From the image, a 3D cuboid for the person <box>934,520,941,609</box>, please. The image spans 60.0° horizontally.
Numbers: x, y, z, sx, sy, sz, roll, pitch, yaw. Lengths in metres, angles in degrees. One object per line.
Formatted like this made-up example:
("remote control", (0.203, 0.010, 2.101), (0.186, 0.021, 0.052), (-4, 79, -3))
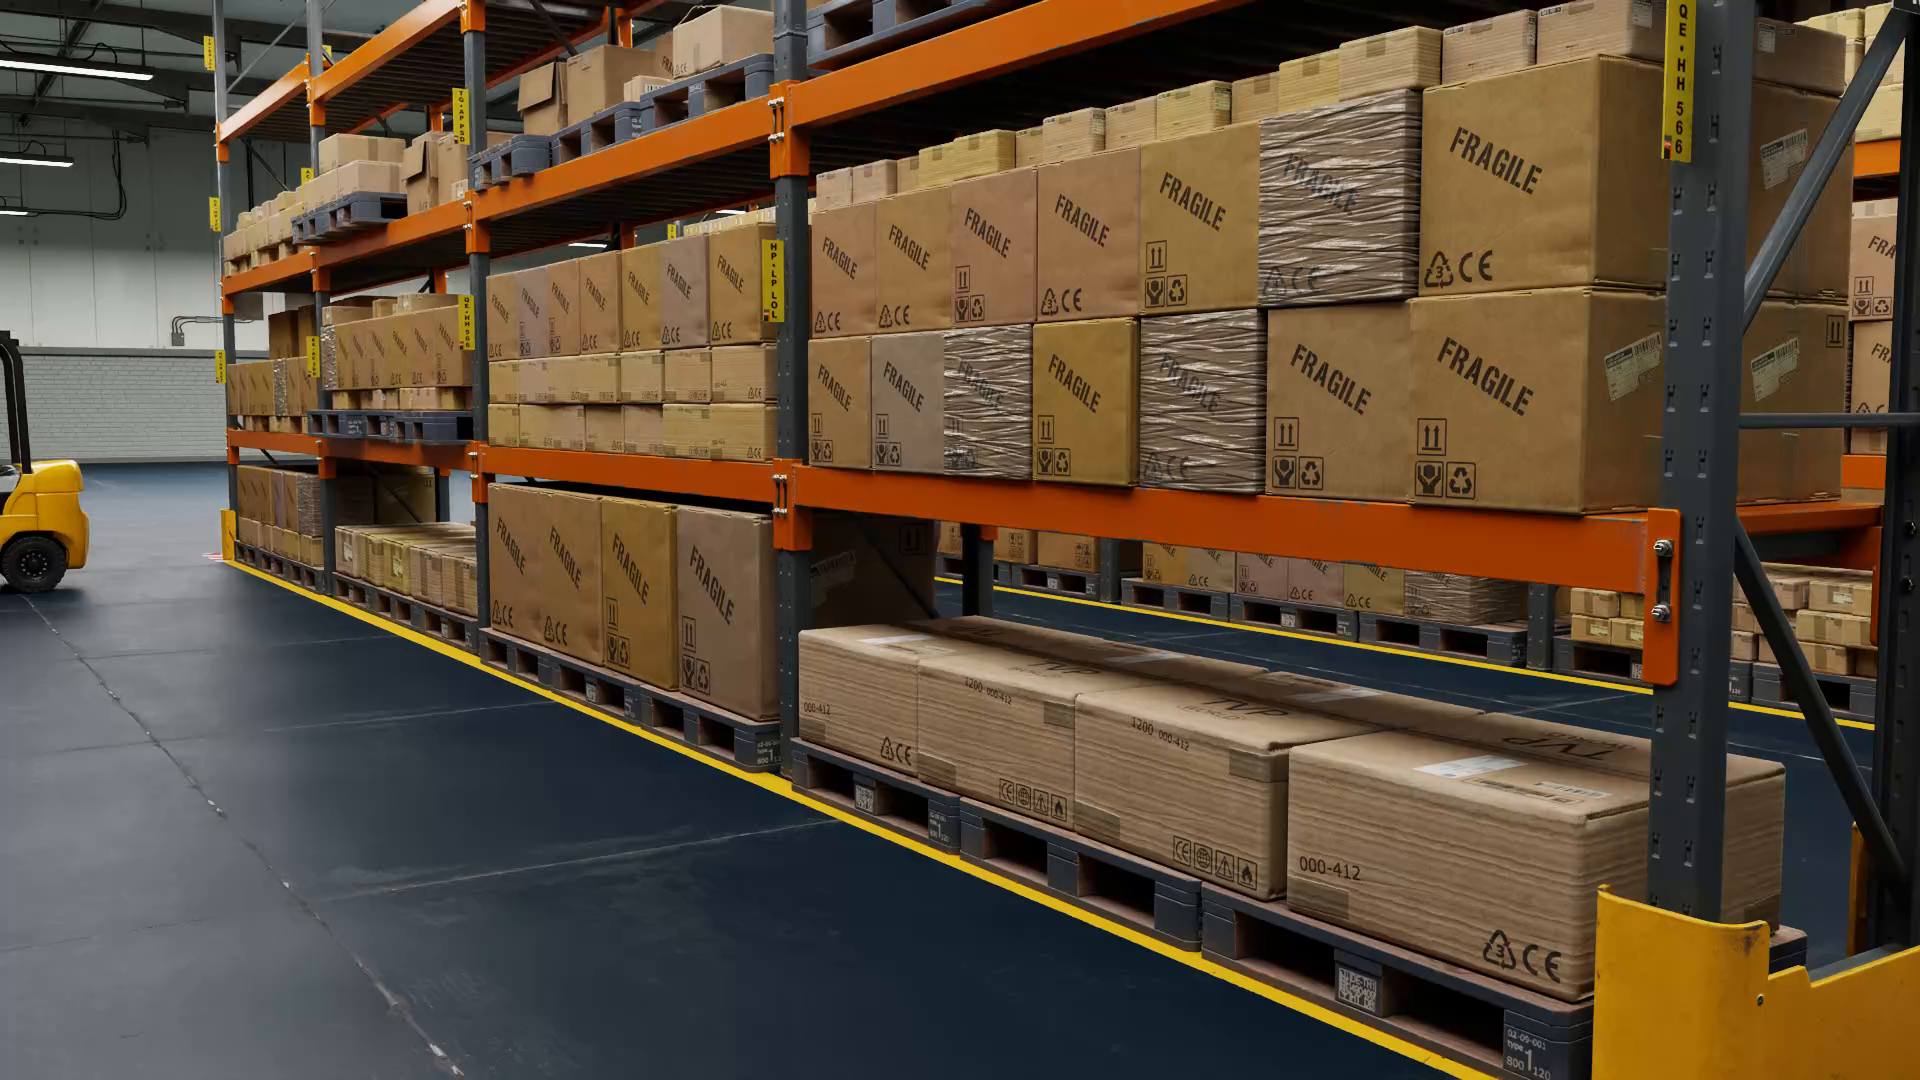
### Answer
("person", (-0.378, -0.051, 9.622), (0.494, 1.637, 0.551), (-3, 6, -34))
